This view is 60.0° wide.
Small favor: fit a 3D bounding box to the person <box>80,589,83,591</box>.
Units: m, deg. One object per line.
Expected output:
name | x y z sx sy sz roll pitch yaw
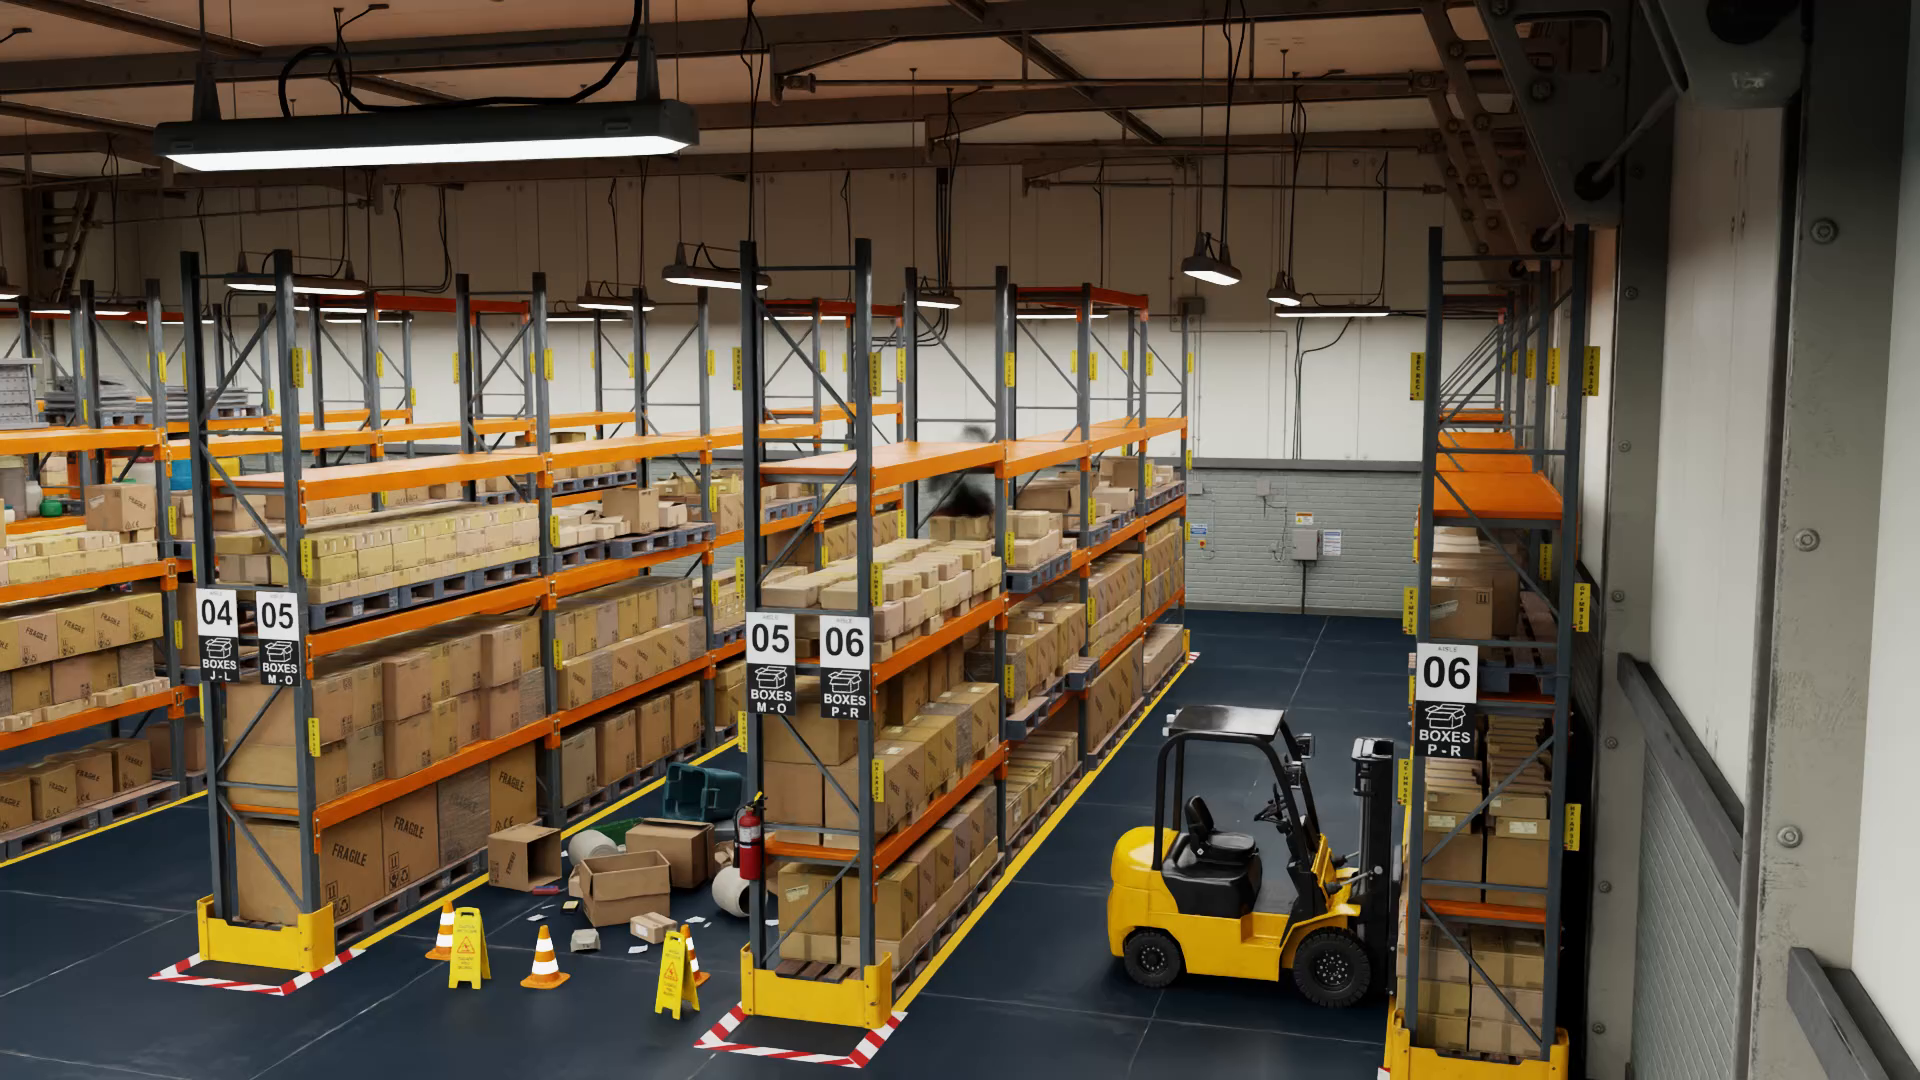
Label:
person | -14.887 1.206 28.235 0.586 1.676 0.661 1 6 7
